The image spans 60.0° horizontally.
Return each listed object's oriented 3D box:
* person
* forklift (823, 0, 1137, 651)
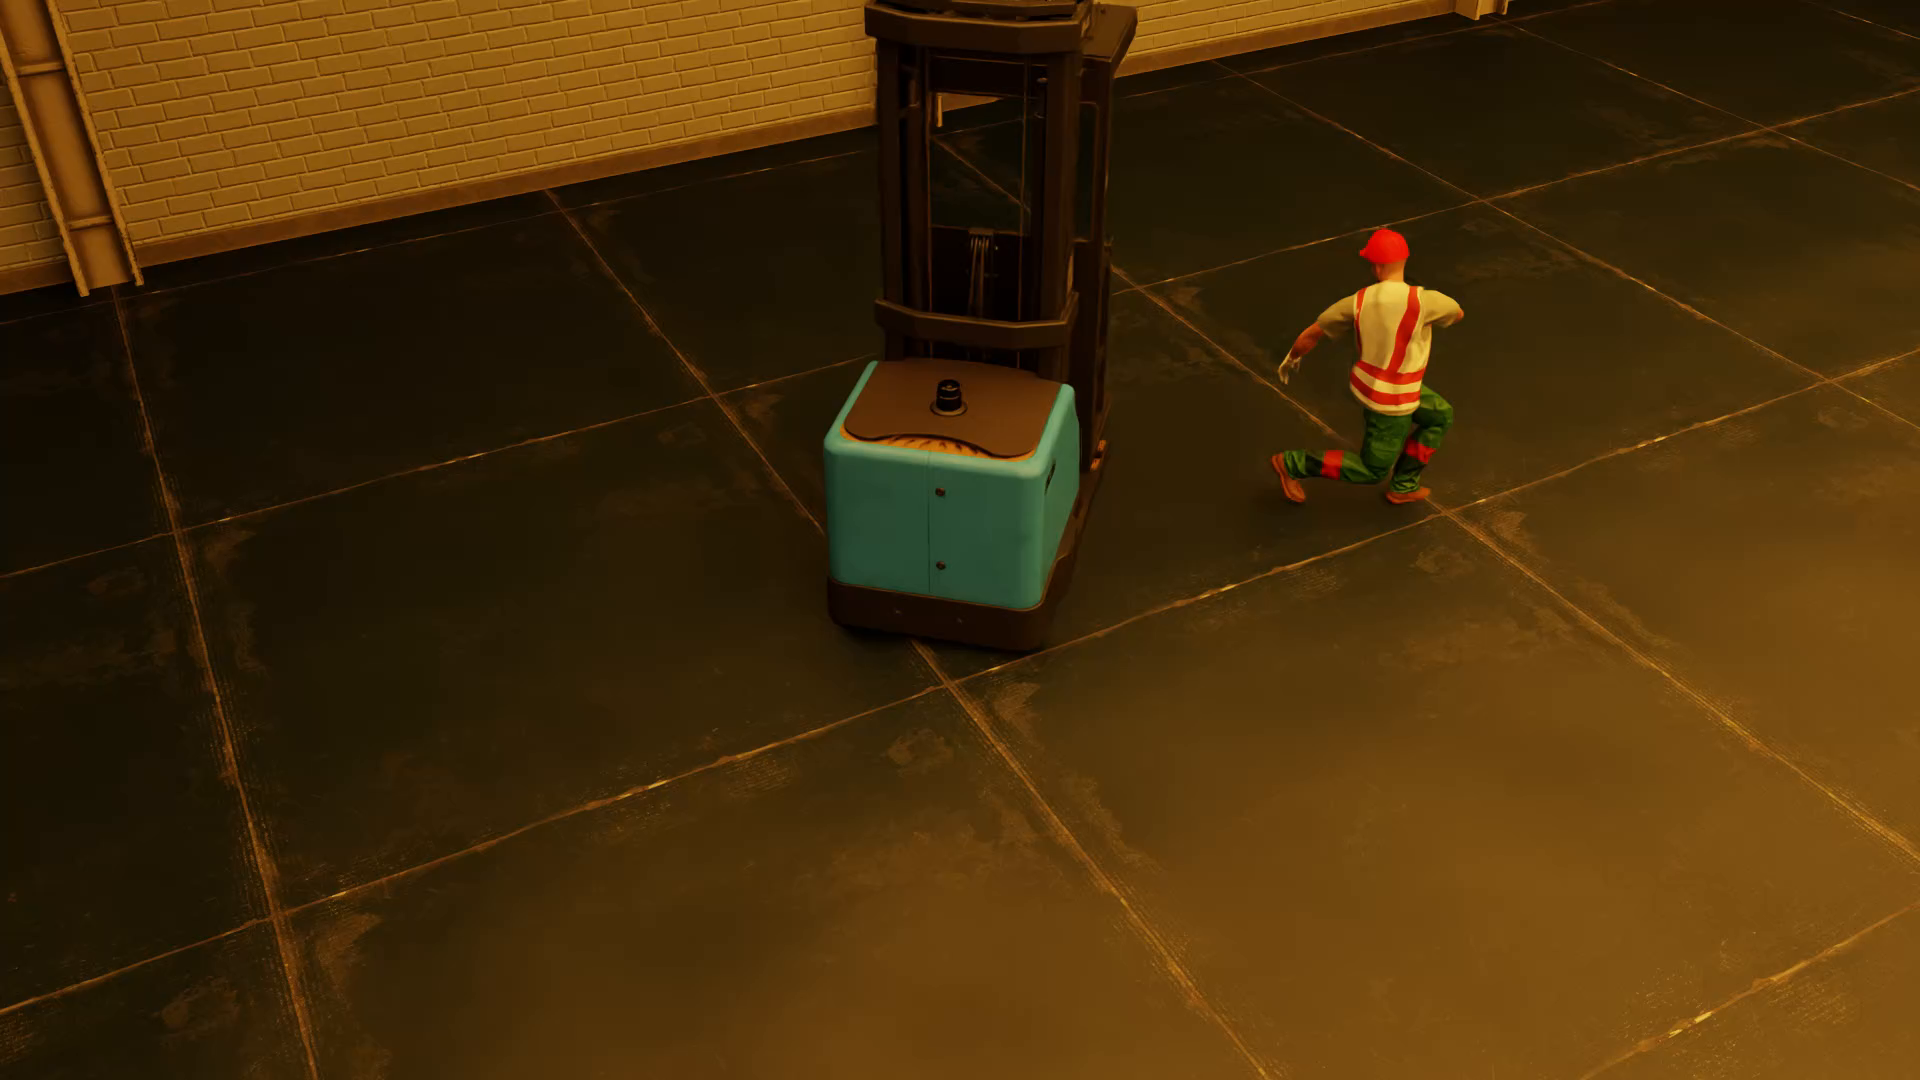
[{"bbox_3d":[2.114,-0.865,8.616,0.952,1.542,0.685,-9,36,-12],"label":"person"},{"bbox_3d":[0.217,-1.524,8.280,1.130,2.935,3.031,8,36,11],"label":"forklift"}]
